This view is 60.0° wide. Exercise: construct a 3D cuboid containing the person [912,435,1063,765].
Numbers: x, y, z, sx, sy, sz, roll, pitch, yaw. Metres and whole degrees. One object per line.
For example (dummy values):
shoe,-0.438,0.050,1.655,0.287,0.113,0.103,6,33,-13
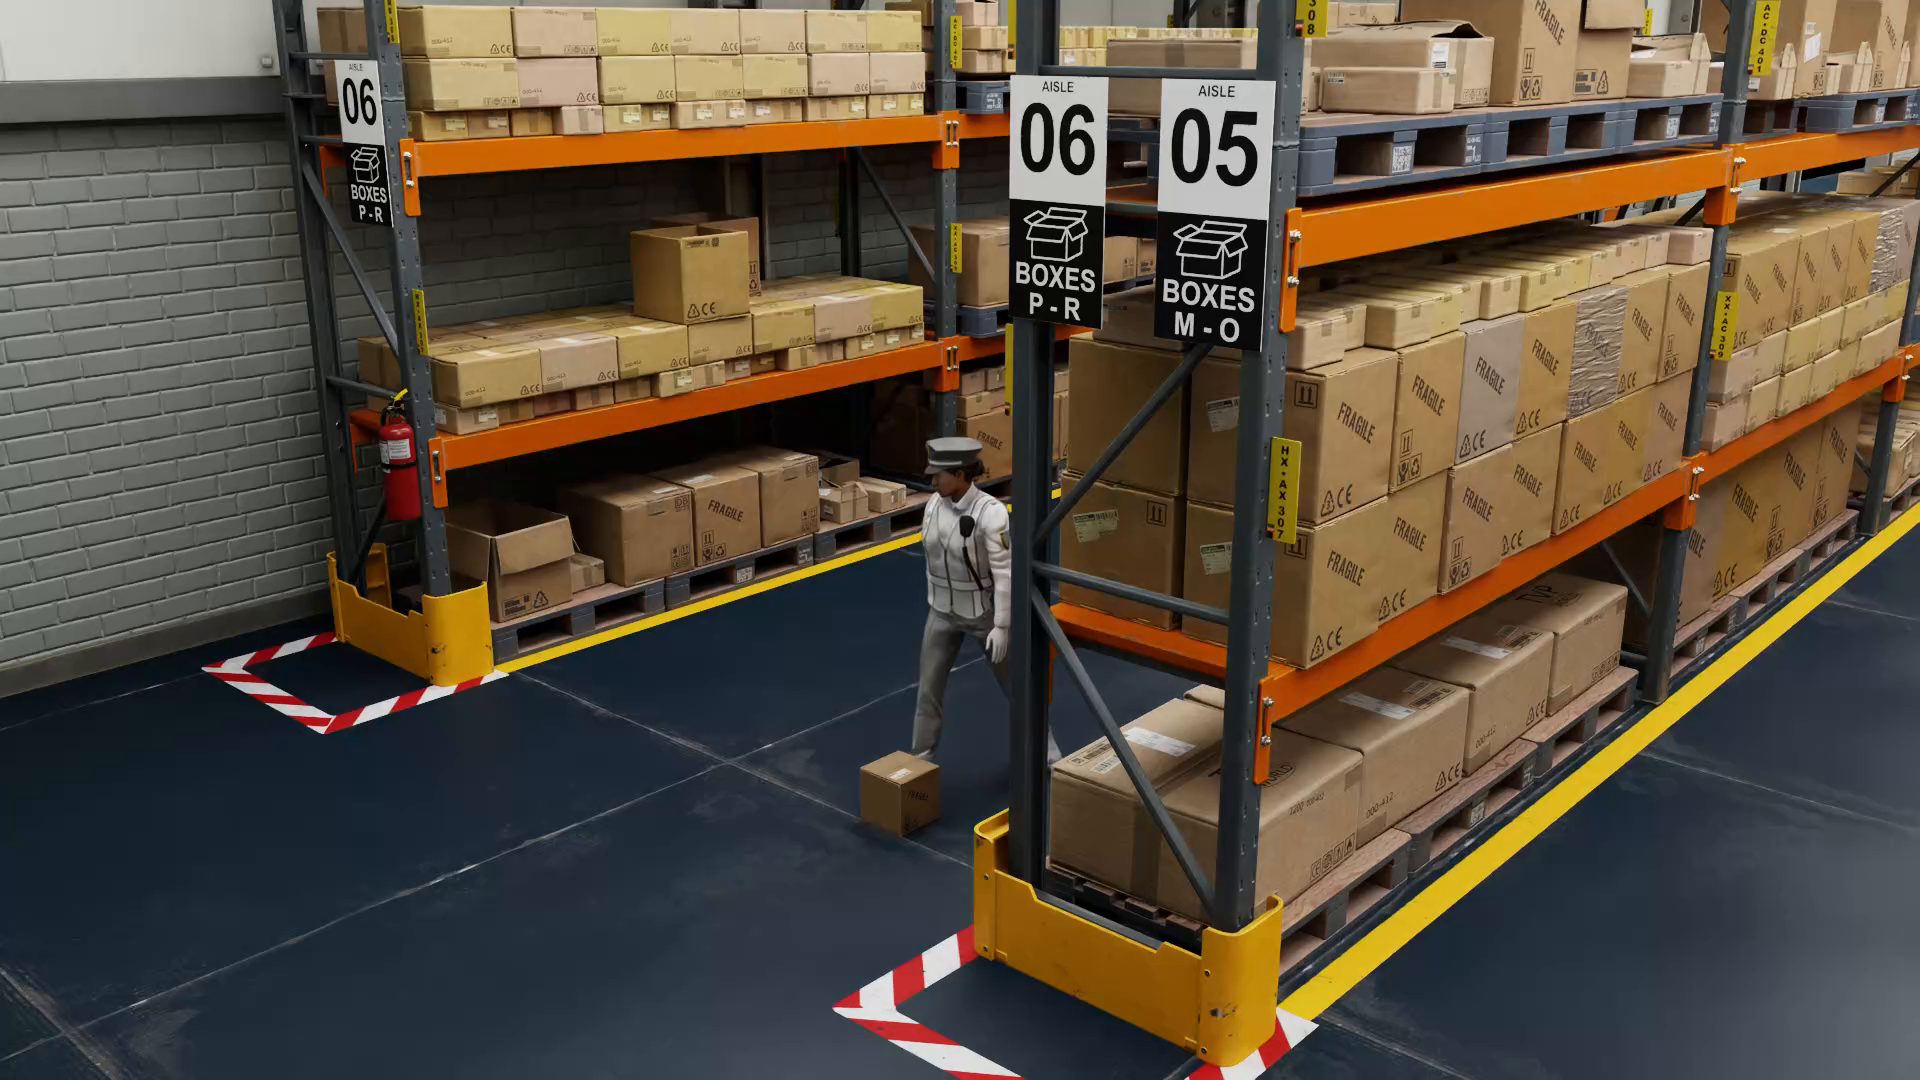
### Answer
person,0.070,0.330,7.443,0.583,1.639,0.849,11,20,31
